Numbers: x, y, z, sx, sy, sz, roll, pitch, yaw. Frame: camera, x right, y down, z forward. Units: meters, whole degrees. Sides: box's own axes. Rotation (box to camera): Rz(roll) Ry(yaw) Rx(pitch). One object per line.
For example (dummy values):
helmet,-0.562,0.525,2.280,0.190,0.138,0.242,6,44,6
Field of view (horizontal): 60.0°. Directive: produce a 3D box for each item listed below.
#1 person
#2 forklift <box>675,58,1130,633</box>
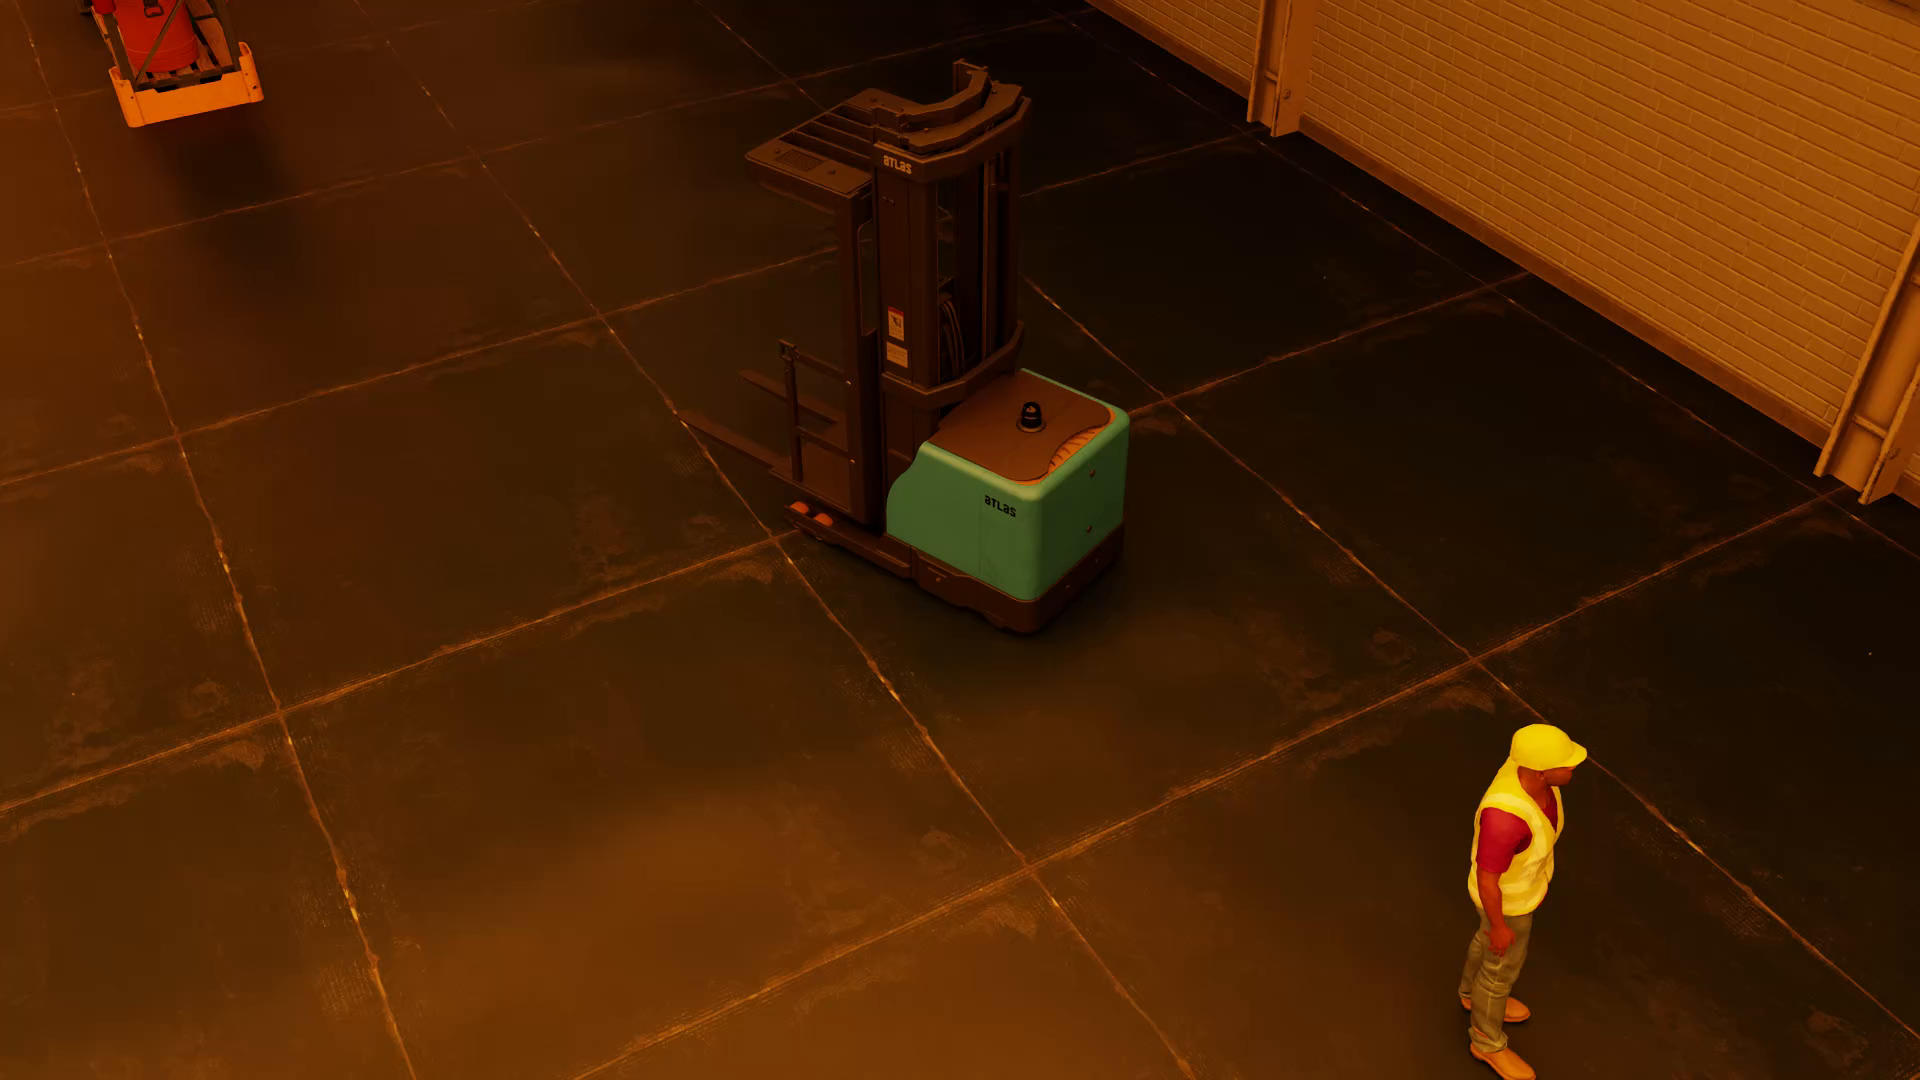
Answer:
person,2.438,1.503,7.125,0.574,1.769,0.665,20,44,23
forklift,-0.481,-1.366,9.683,3.031,2.935,1.130,26,46,28
